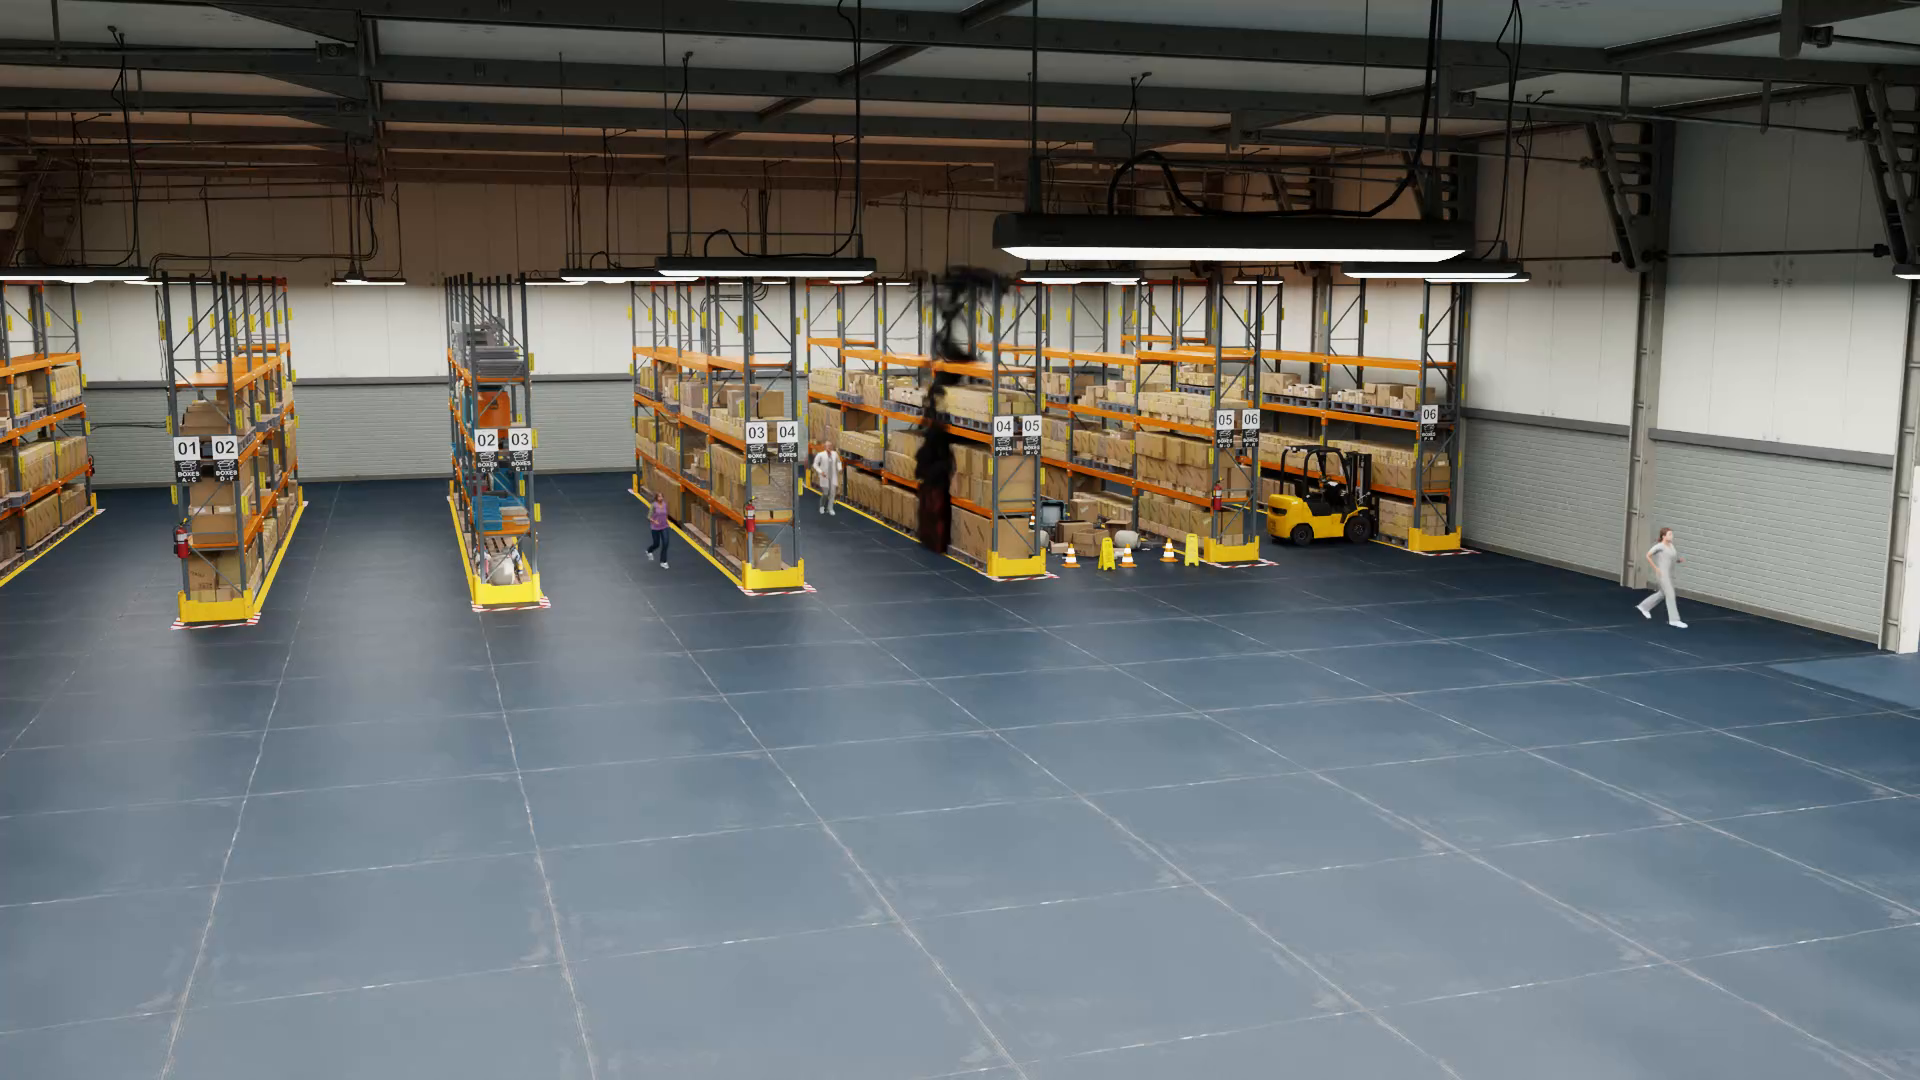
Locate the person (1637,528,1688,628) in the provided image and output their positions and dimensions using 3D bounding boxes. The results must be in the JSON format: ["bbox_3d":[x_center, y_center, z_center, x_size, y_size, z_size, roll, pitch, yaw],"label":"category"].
[{"bbox_3d":[12.012,0.606,28.360,0.564,1.639,0.969,-7,11,-38],"label":"person"}]

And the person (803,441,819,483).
[{"bbox_3d":[-4.333,-2.543,49.437,0.706,1.724,0.578,-6,10,-33],"label":"person"}]

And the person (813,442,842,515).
[{"bbox_3d":[-3.203,-1.463,40.474,0.738,1.688,0.717,-4,9,-23],"label":"person"}]

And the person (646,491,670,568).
[{"bbox_3d":[-6.252,-0.237,34.431,0.525,1.582,0.822,-6,10,-34],"label":"person"}]
